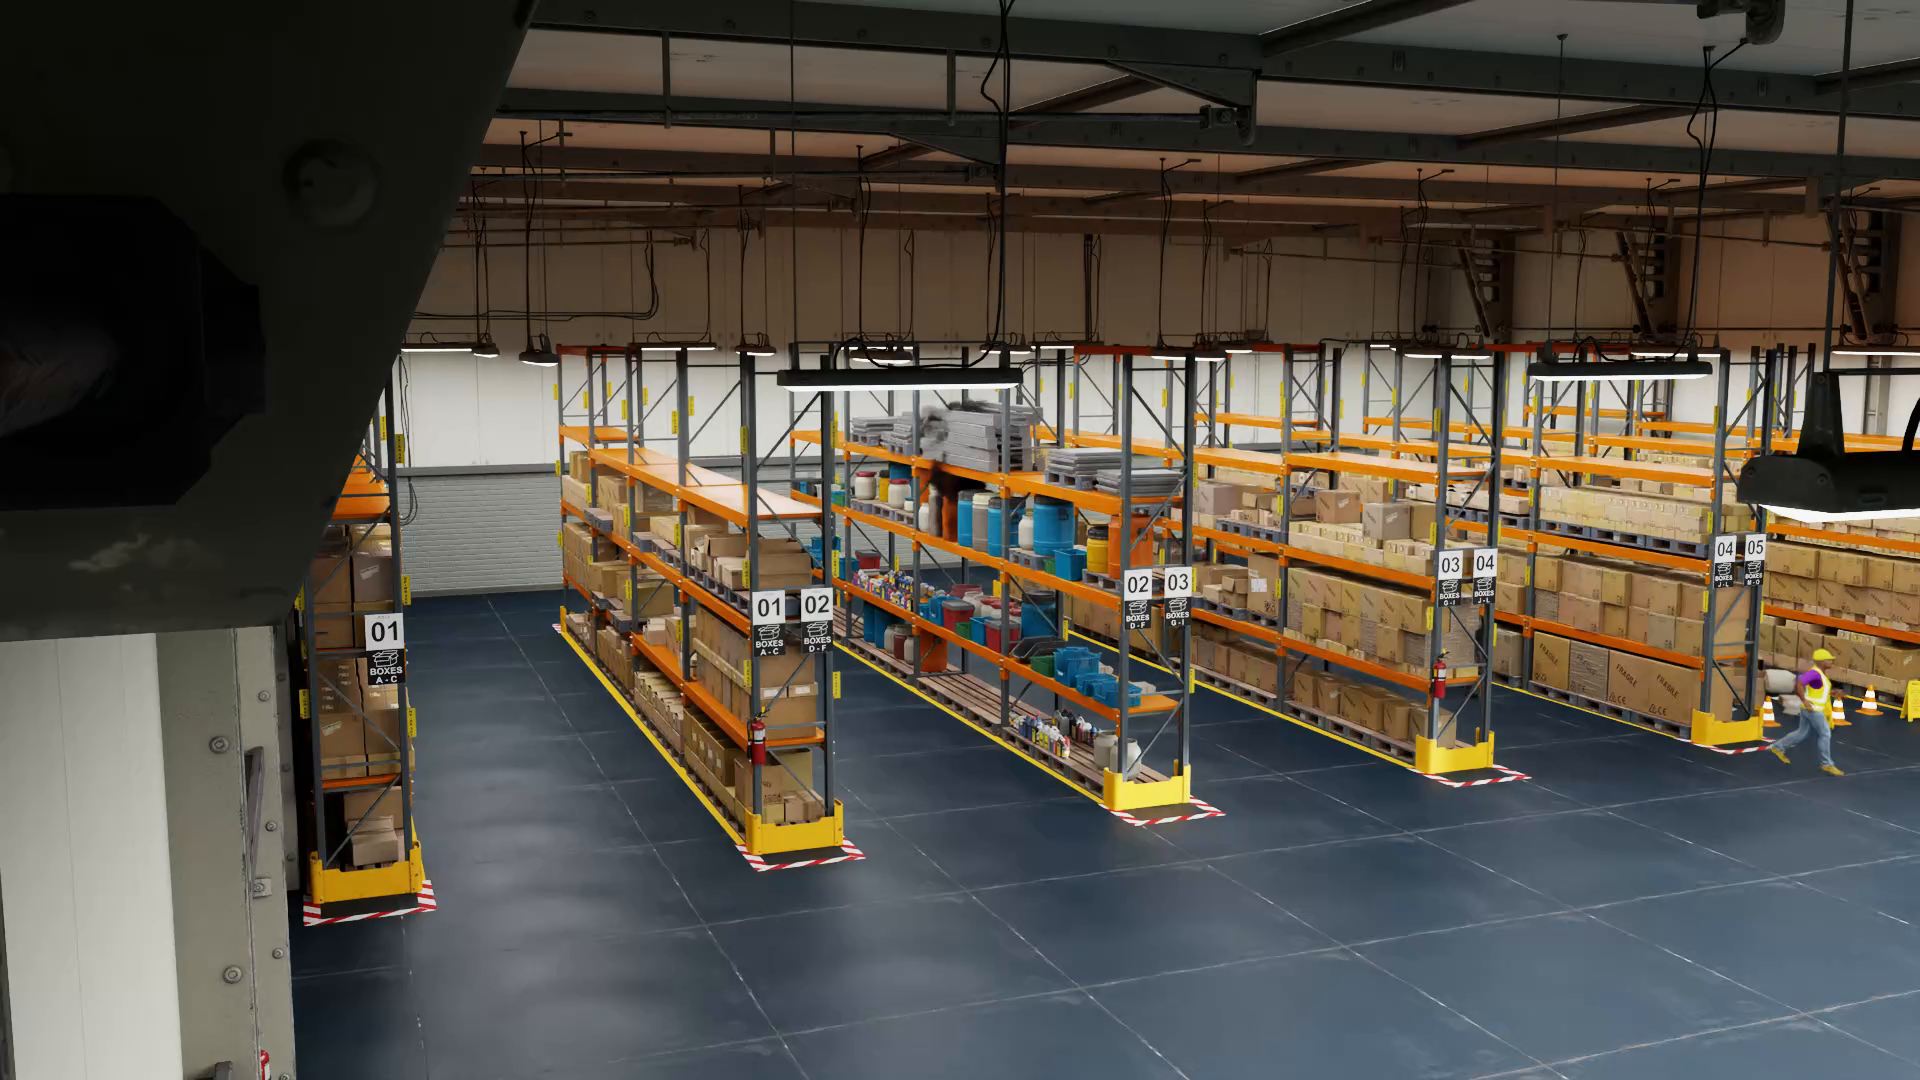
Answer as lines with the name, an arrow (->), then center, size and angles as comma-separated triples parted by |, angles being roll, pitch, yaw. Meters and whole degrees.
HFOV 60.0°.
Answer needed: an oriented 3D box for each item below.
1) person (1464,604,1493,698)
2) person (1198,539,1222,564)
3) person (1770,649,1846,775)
person -> 8.844, 1.888, 28.406 | 0.635, 1.676, 0.563 | -3, 8, -21
person -> 5.563, 0.828, 36.518 | 0.692, 1.771, 0.686 | -2, 8, -19
person -> 12.193, 2.430, 23.843 | 0.972, 1.769, 0.655 | 4, 8, 27
